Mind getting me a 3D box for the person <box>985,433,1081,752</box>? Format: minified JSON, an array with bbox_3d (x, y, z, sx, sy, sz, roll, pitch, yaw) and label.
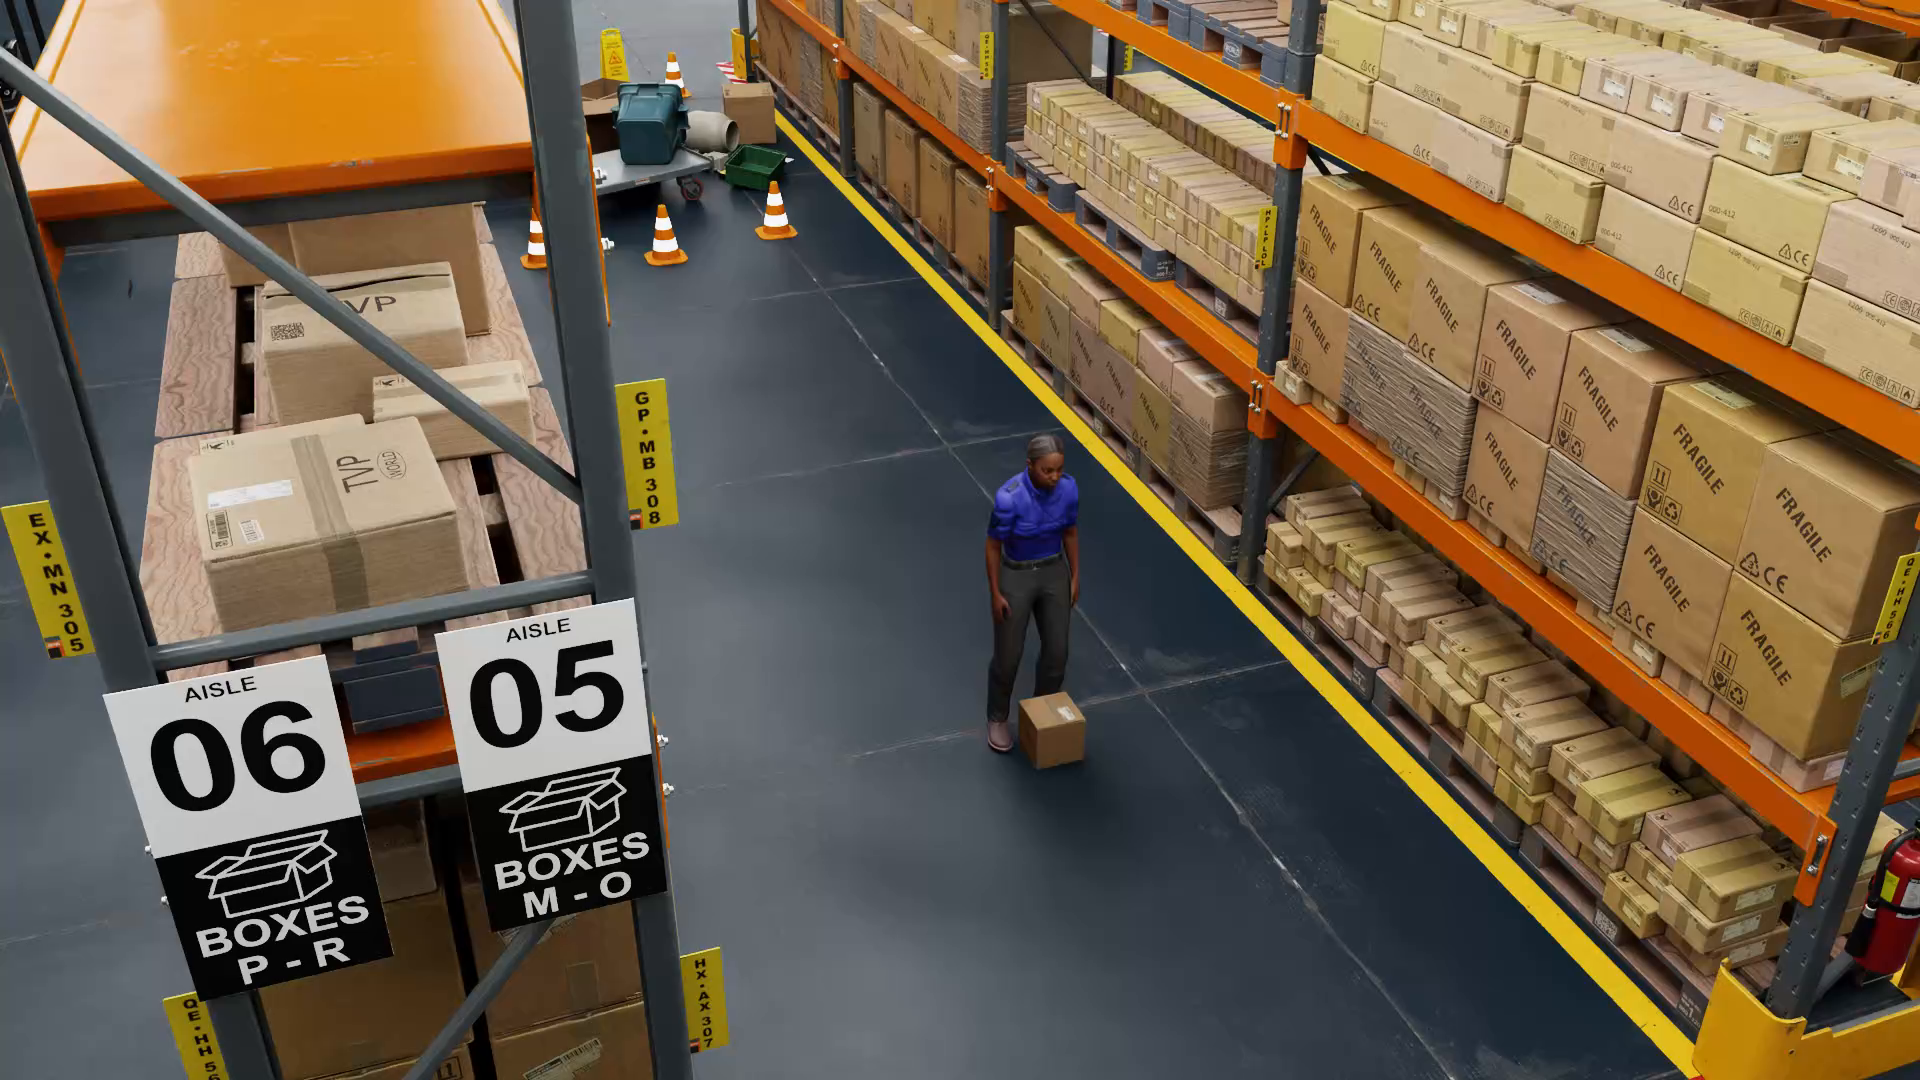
[{"bbox_3d":[0.357,0.231,7.942,0.506,1.655,0.400,-12,32,-19],"label":"person"}]
